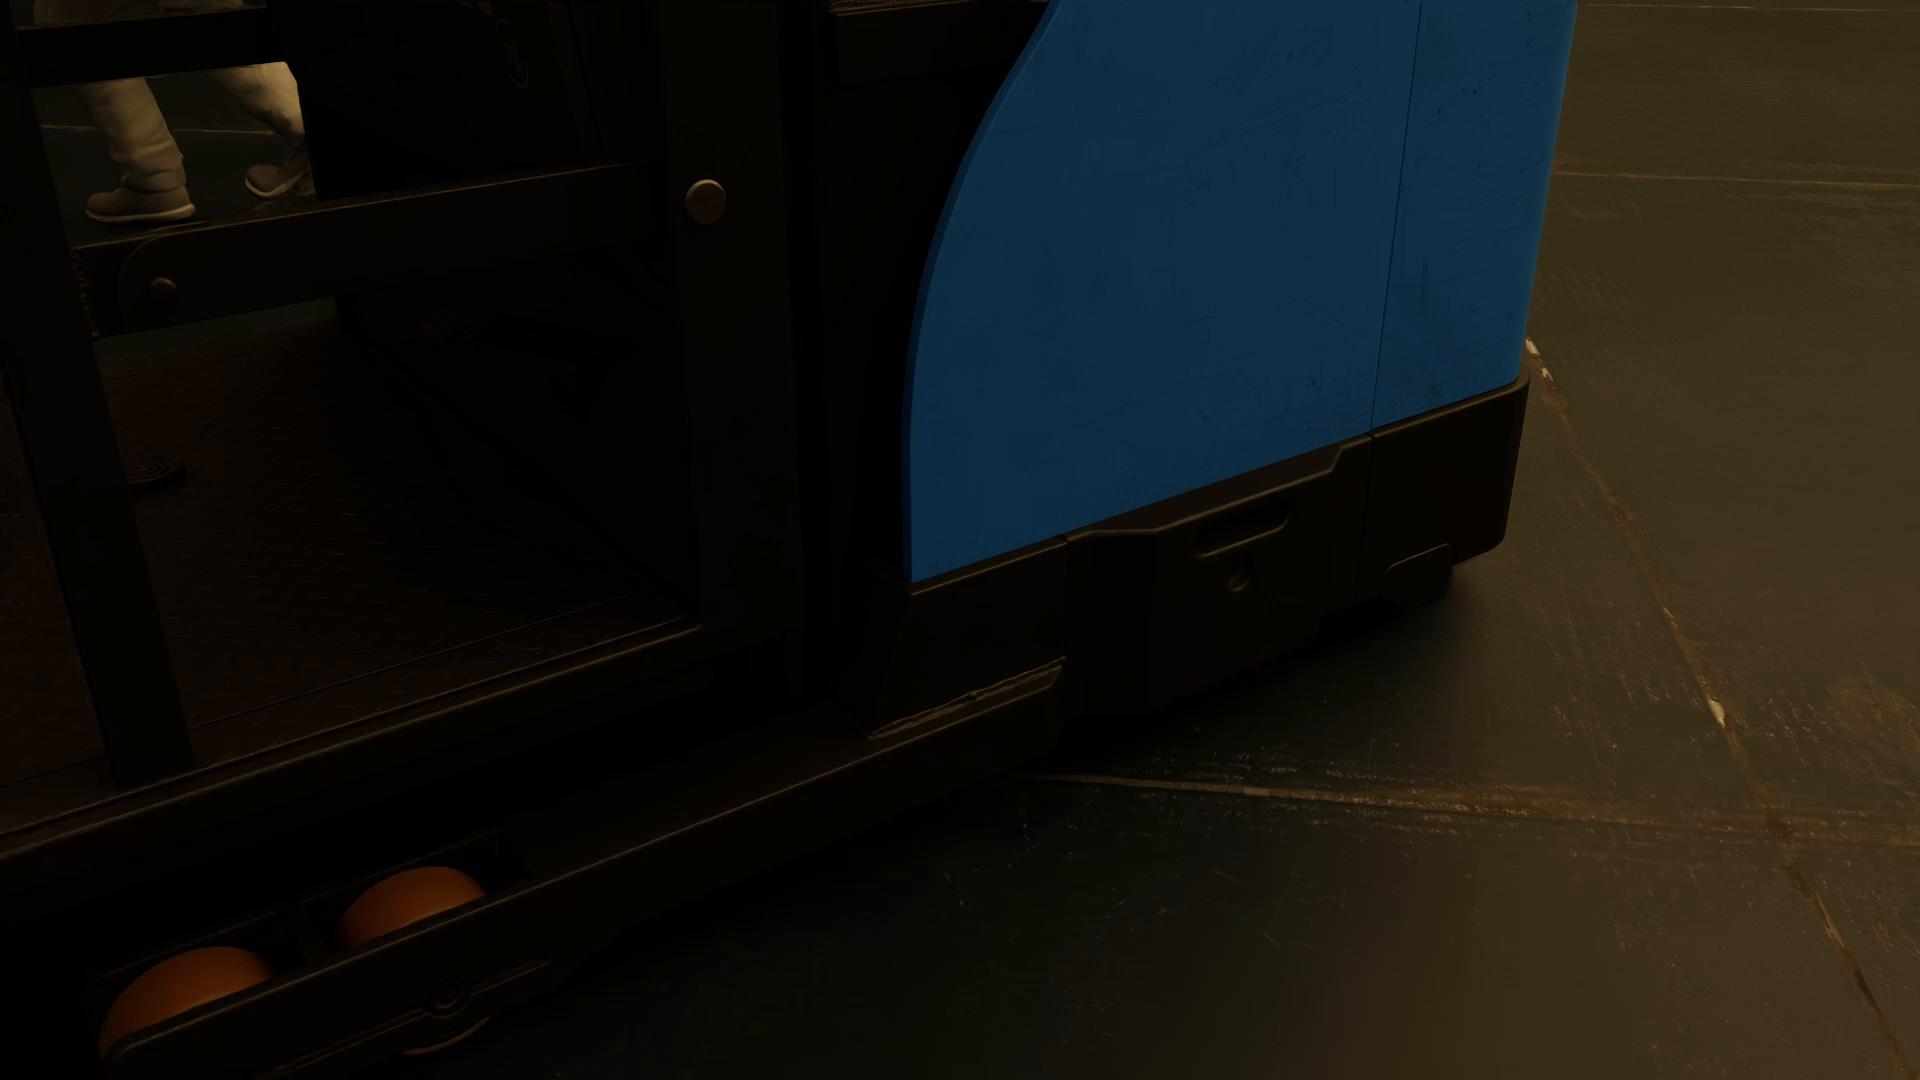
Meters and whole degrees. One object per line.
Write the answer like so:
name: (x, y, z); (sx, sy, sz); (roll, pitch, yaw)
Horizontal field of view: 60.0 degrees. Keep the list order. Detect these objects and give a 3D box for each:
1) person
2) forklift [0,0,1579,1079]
person: (-1.801, -1.503, 3.661); (0.779, 1.678, 0.628); (13, 29, 24)
forklift: (-0.717, -1.054, 1.329); (3.031, 2.935, 1.130); (-18, 32, -32)
